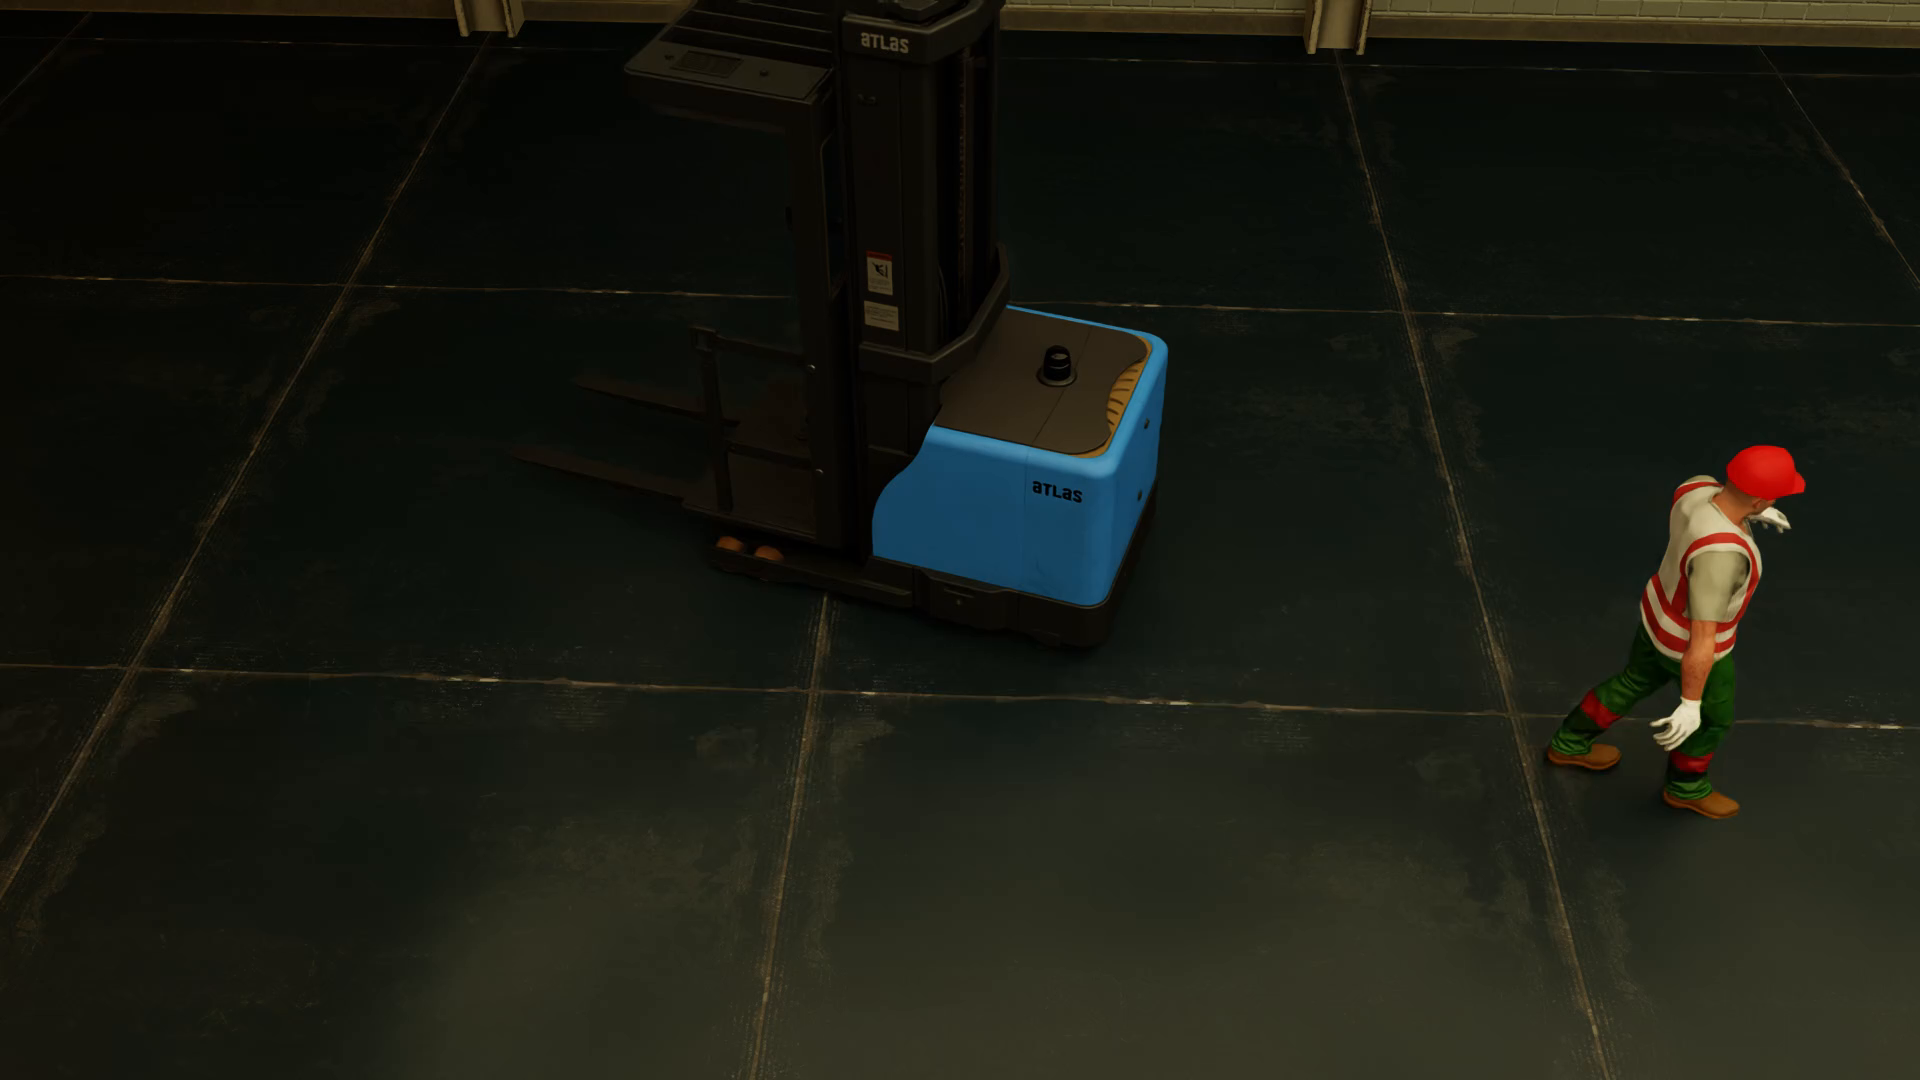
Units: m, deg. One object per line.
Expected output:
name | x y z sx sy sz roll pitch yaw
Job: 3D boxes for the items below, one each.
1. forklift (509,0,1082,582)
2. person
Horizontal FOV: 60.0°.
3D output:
forklift | -0.644 -1.214 7.072 3.031 2.935 1.121 13 44 14
person | 2.797 0.361 6.216 0.751 1.647 1.001 3 42 3
